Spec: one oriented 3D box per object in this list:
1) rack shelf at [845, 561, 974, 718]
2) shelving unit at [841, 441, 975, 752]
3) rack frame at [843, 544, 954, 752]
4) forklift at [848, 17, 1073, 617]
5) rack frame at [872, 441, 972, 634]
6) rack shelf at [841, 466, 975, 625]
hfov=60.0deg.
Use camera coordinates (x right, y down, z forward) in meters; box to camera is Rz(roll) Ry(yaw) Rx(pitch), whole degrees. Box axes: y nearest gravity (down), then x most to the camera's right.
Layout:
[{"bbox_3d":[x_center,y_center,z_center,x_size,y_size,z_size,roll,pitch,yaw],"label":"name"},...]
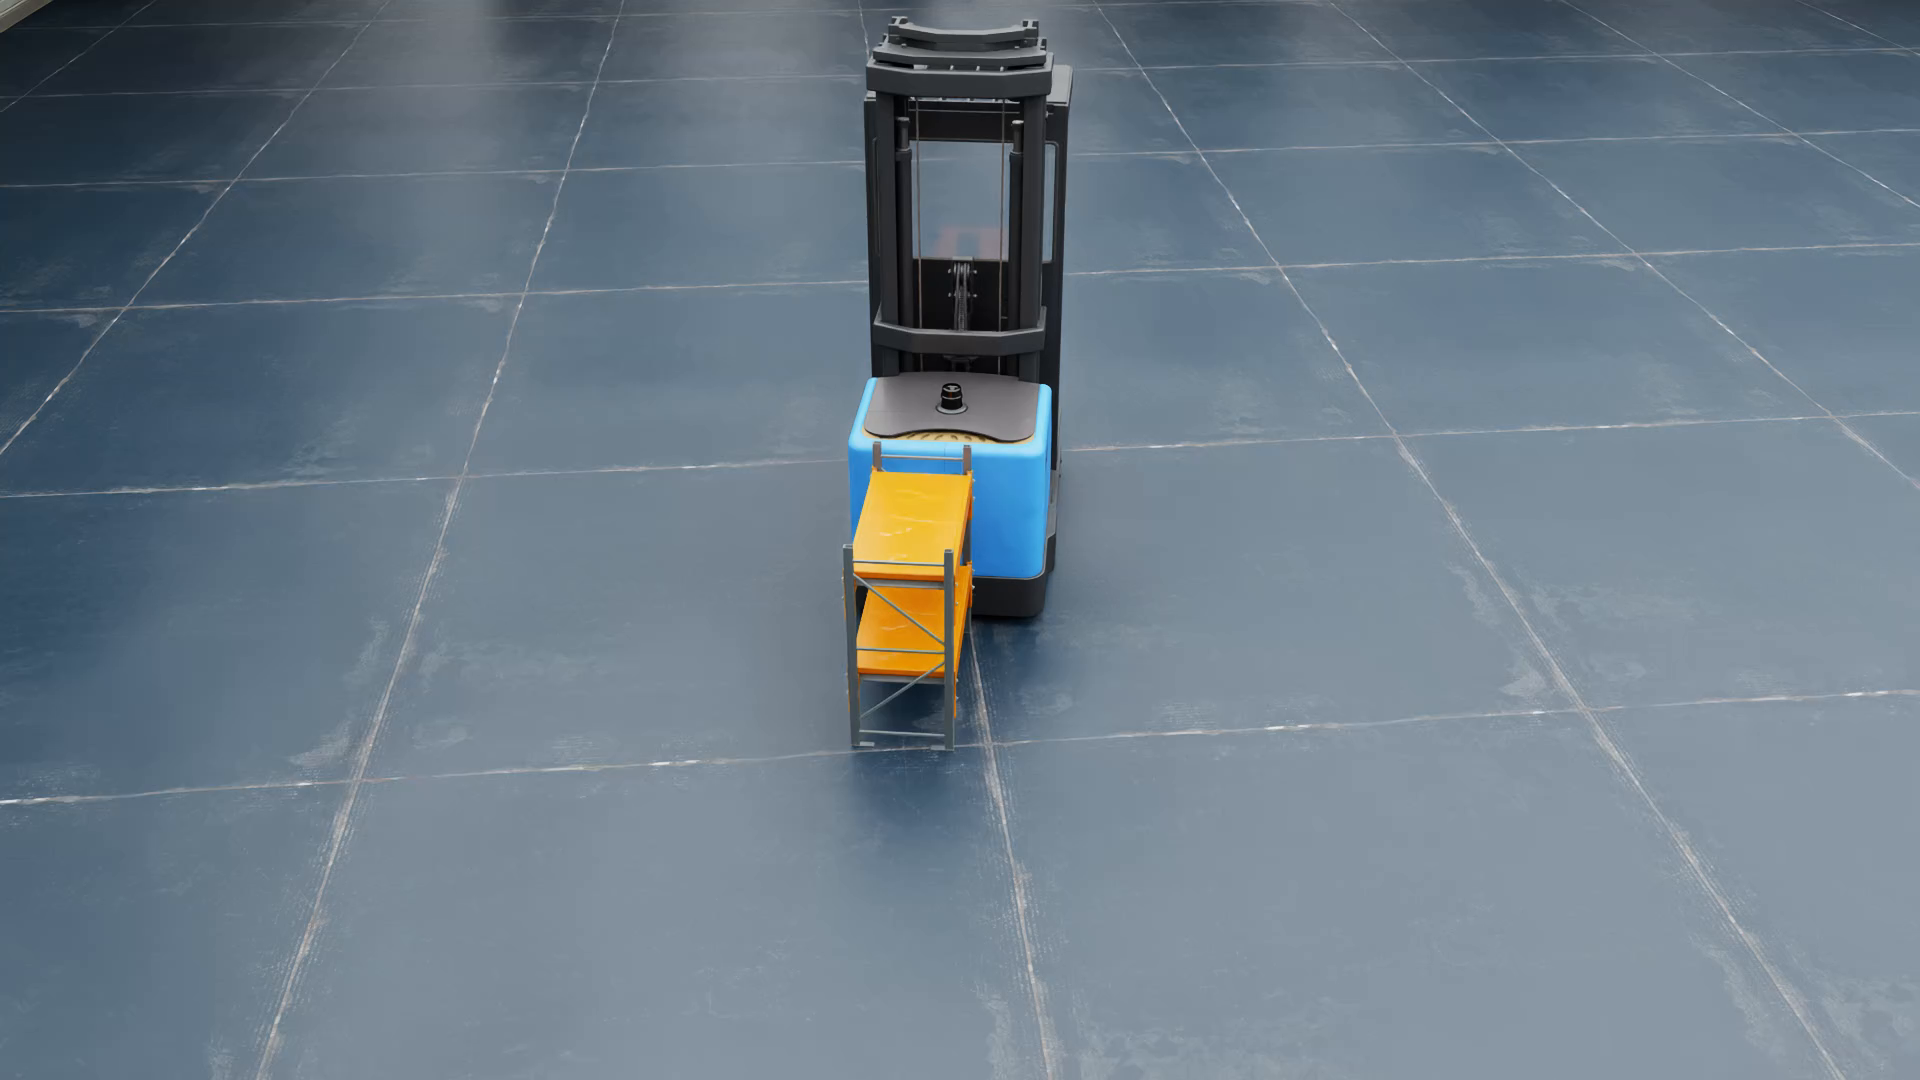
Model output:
[{"bbox_3d":[-0.235,0.471,8.342,0.538,0.278,1.000,3,31,4],"label":"rack shelf"},{"bbox_3d":[-0.235,0.261,8.216,0.538,1.125,1.048,3,31,4],"label":"shelving unit"},{"bbox_3d":[-0.278,0.521,7.782,0.500,1.125,0.032,3,31,4],"label":"rack frame"},{"bbox_3d":[0.056,-1.576,9.530,1.130,2.935,3.031,3,31,4],"label":"forklift"},{"bbox_3d":[-0.191,0.001,8.651,0.500,1.125,0.032,3,31,4],"label":"rack frame"},{"bbox_3d":[-0.235,0.010,8.066,0.538,0.278,1.000,3,31,4],"label":"rack shelf"}]
